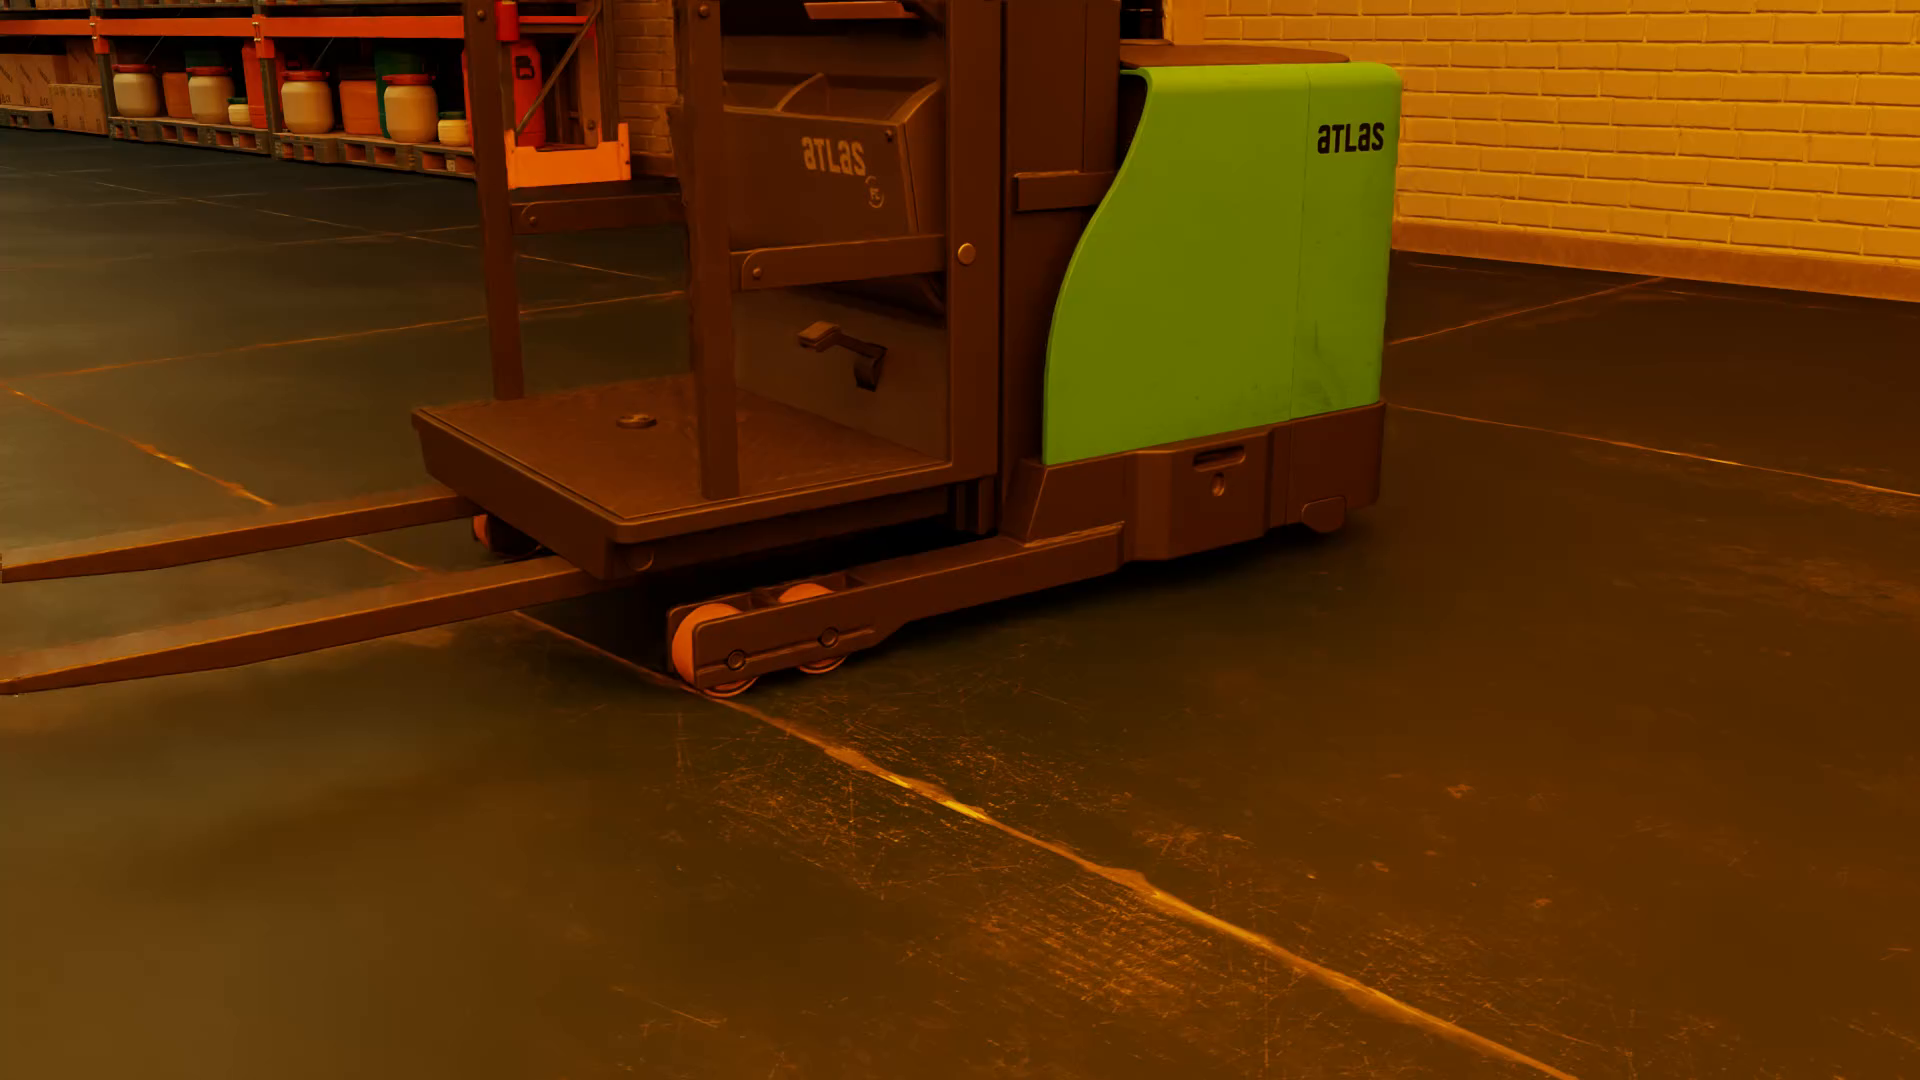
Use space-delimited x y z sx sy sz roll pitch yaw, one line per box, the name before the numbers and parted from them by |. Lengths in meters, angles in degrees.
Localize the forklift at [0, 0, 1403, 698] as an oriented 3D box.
forklift | -0.493 -1.295 3.119 3.031 2.935 1.130 -12 21 -34
